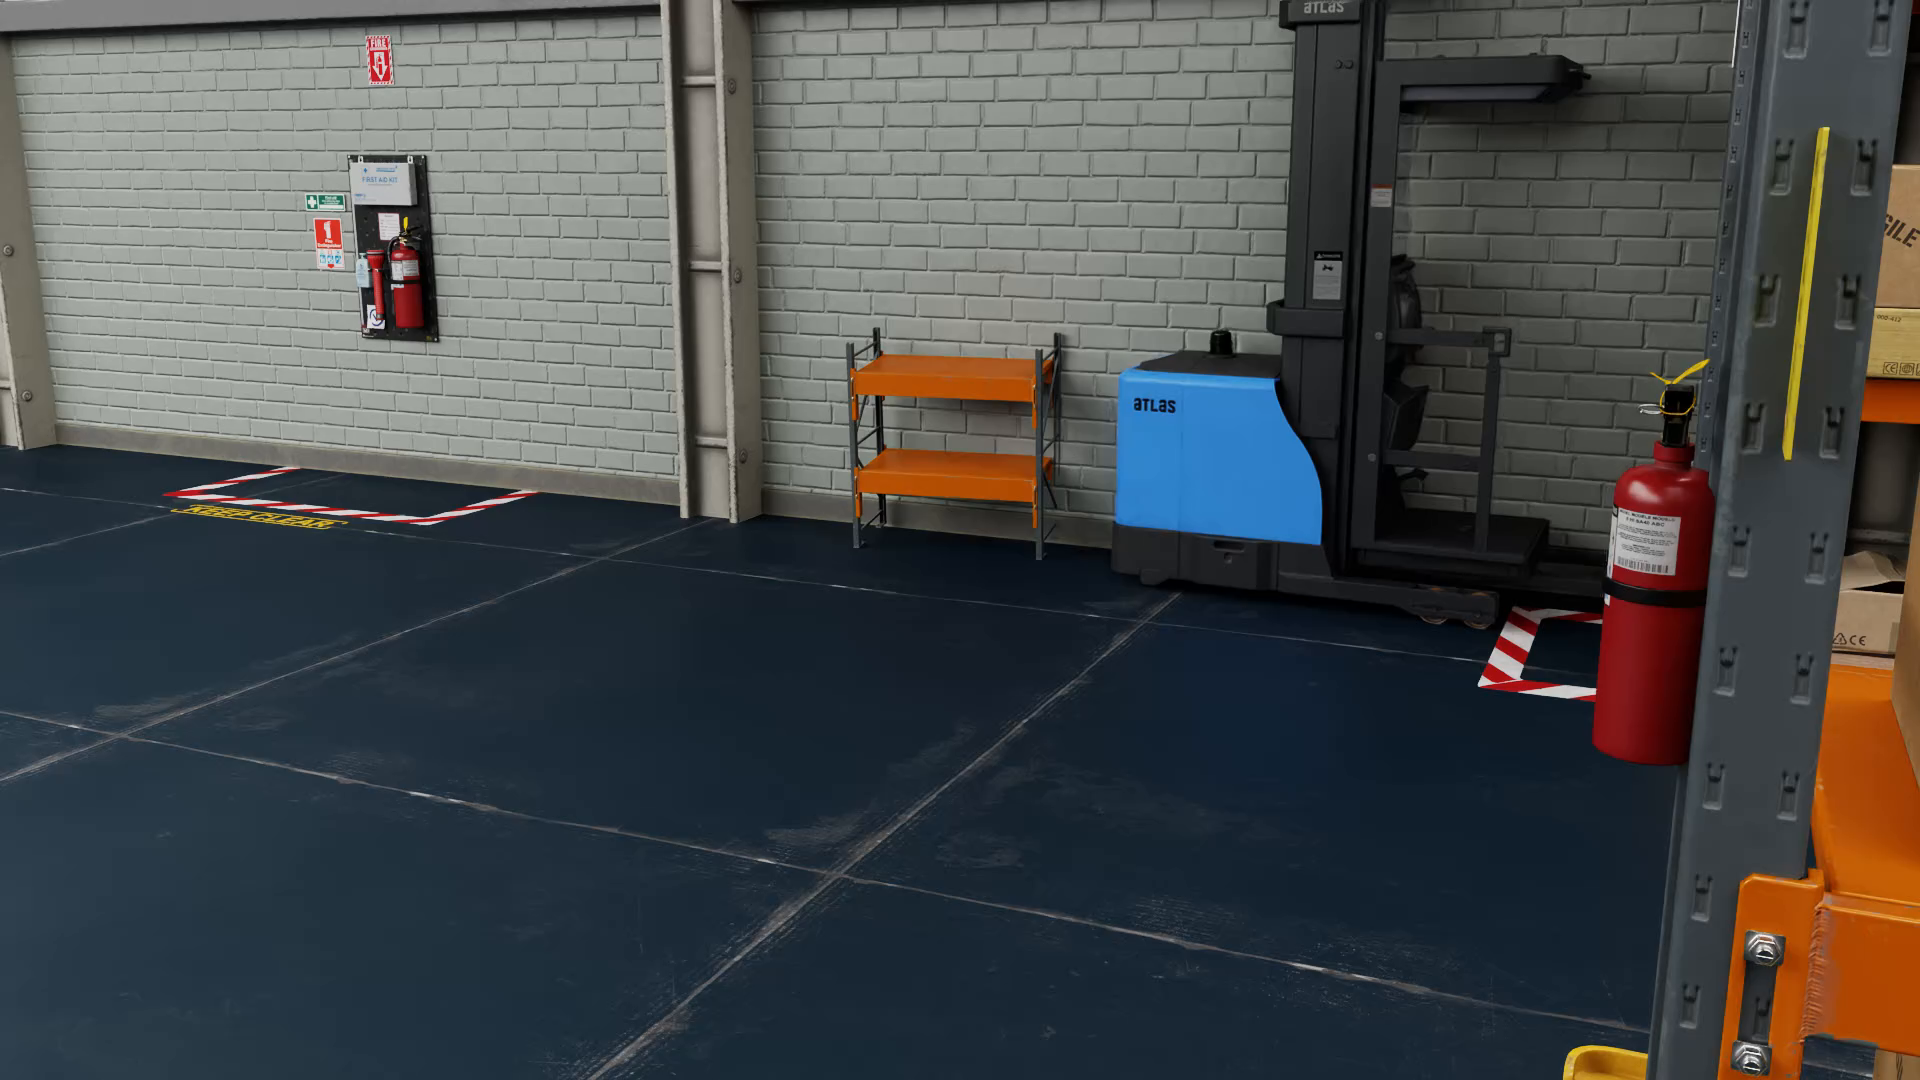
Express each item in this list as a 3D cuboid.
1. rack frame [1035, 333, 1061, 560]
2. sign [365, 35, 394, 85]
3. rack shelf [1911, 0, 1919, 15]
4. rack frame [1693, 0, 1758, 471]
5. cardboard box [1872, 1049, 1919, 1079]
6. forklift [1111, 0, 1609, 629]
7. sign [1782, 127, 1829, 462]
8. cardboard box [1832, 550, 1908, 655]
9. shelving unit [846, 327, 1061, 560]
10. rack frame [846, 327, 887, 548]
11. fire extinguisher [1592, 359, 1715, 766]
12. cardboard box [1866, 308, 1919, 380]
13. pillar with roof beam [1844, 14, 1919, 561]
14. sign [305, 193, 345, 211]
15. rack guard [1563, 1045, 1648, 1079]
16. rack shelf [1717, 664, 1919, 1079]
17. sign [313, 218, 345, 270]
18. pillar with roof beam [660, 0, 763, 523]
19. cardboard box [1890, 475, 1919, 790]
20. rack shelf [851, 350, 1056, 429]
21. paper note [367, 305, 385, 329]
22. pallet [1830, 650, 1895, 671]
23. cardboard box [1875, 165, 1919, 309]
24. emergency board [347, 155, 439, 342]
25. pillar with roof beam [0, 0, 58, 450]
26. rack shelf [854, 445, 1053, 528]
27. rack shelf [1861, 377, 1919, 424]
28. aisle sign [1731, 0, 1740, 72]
[{"bbox_3d":[0.472,-0.502,8.858,0.032,1.125,0.500,4,18,15],"label":"rack frame"},{"bbox_3d":[-3.623,-2.995,10.379,0.199,0.298,0.001,6,14,23],"label":"sign"},{"bbox_3d":[4.912,-1.862,5.635,4.000,0.370,1.077,6,14,23],"label":"rack shelf"},{"bbox_3d":[3.083,-0.937,6.684,0.127,3.000,1.000,6,14,23],"label":"rack frame"},{"bbox_3d":[1.691,0.854,2.507,0.500,0.500,0.500,6,14,23],"label":"cardboard box"},{"bbox_3d":[2.316,-1.161,7.786,3.031,2.935,1.130,6,15,24],"label":"forklift"},{"bbox_3d":[0.850,-0.247,1.673,0.005,0.325,0.100,6,14,23],"label":"sign"},{"bbox_3d":[3.679,0.240,6.588,0.500,0.311,0.500,4,14,17],"label":"cardboard box"},{"bbox_3d":[-0.019,-0.533,8.987,1.048,1.125,0.538,4,18,15],"label":"shelving unit"},{"bbox_3d":[-0.509,-0.565,9.116,0.032,1.125,0.500,4,18,15],"label":"rack frame"},{"bbox_3d":[1.160,0.027,2.742,0.183,0.674,0.296,6,14,23],"label":"fire extinguisher"},{"bbox_3d":[3.401,-0.763,6.224,0.500,0.250,0.500,5,14,22],"label":"cardboard box"},{"bbox_3d":[2.330,-3.075,2.660,0.400,9.000,9.100,6,14,23],"label":"pillar with roof beam"},{"bbox_3d":[-4.119,-2.191,10.788,0.331,0.109,0.001,6,14,23],"label":"sign"},{"bbox_3d":[1.058,1.312,2.568,0.348,0.500,1.175,6,14,23],"label":"rack guard"},{"bbox_3d":[2.909,0.633,1.566,4.000,0.370,1.077,6,14,23],"label":"rack shelf"},{"bbox_3d":[-4.120,-1.935,10.858,0.234,0.329,0.001,6,14,23],"label":"sign"},{"bbox_3d":[-3.156,-3.630,5.026,0.400,9.000,9.100,6,14,23],"label":"pillar with roof beam"},{"bbox_3d":[1.502,0.095,2.066,0.500,0.500,0.700,6,14,23],"label":"cardboard box"},{"bbox_3d":[-0.024,-0.813,8.899,1.000,0.278,0.538,4,18,15],"label":"rack shelf"},{"bbox_3d":[-3.790,-1.447,10.784,0.142,0.148,0.016,6,14,23],"label":"paper note"},{"bbox_3d":[3.881,0.510,6.621,1.213,0.211,1.003,6,14,23],"label":"pallet"},{"bbox_3d":[3.398,-1.132,6.157,0.500,0.500,0.500,6,14,23],"label":"cardboard box"},{"bbox_3d":[-3.656,-1.845,10.552,0.643,1.169,0.194,6,14,23],"label":"emergency board"},{"bbox_3d":[-8.642,-4.185,7.392,0.400,9.000,9.100,6,14,23],"label":"pillar with roof beam"},{"bbox_3d":[-0.014,-0.300,9.060,1.000,0.278,0.538,4,18,15],"label":"rack shelf"},{"bbox_3d":[4.912,-0.402,5.977,4.000,0.370,1.077,6,14,23],"label":"rack shelf"},{"bbox_3d":[2.896,-2.147,6.148,0.004,0.787,0.394,6,14,23],"label":"aisle sign"}]
